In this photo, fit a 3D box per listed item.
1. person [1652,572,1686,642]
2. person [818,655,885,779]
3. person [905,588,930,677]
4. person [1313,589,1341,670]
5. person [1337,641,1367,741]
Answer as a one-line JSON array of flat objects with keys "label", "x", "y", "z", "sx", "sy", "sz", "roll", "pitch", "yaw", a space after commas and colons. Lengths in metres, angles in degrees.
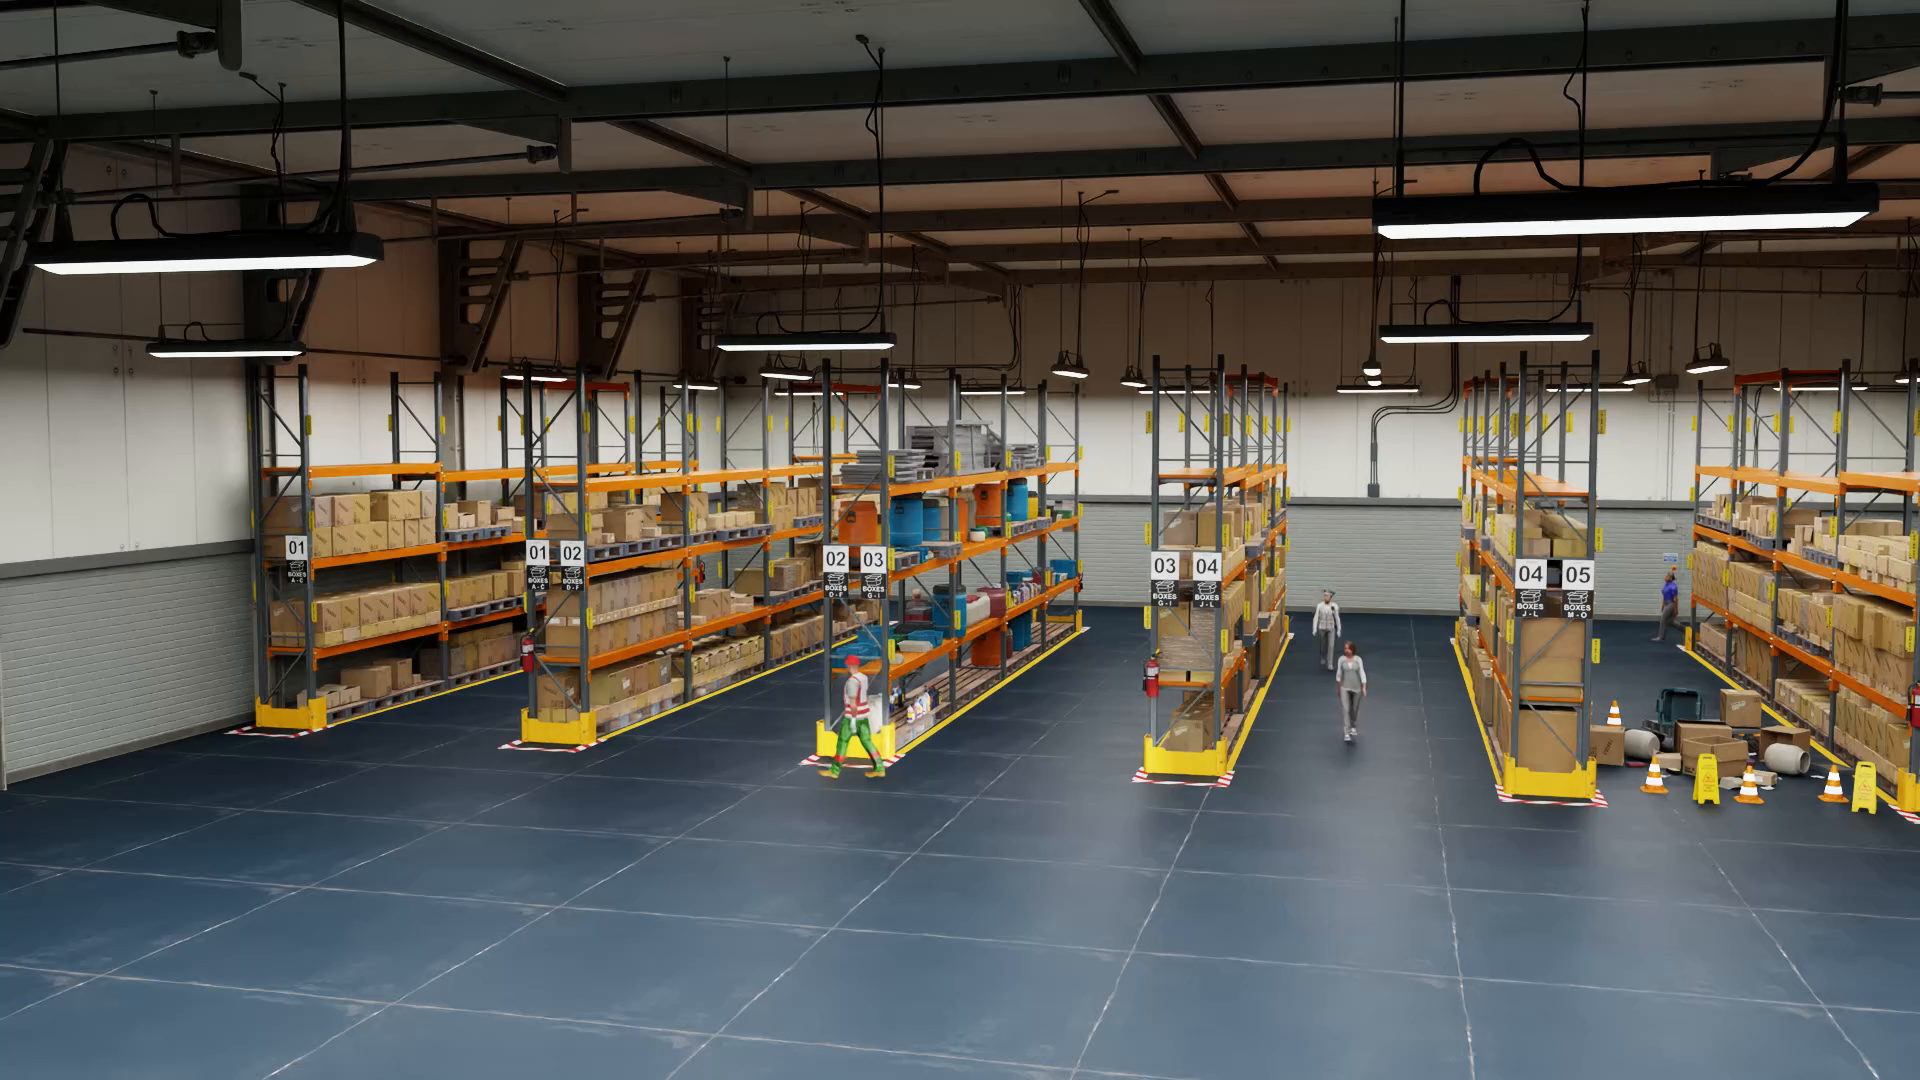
[{"label": "person", "x": 16.431, "y": 1.545, "z": 38.349, "sx": 0.923, "sy": 1.600, "sz": 0.446, "roll": 1, "pitch": 4, "yaw": 9}, {"label": "person", "x": -1.516, "y": 2.504, "z": 23.575, "sx": 0.911, "sy": 1.753, "sz": 0.565, "roll": 2, "pitch": 4, "yaw": 25}, {"label": "person", "x": -0.824, "y": 1.822, "z": 31.498, "sx": 0.615, "sy": 1.613, "sz": 0.646, "roll": -1, "pitch": 4, "yaw": -17}, {"label": "person", "x": 7.537, "y": 1.818, "z": 34.155, "sx": 0.570, "sy": 1.626, "sz": 1.043, "roll": 1, "pitch": 4, "yaw": 11}, {"label": "person", "x": 6.216, "y": 2.391, "z": 26.412, "sx": 0.448, "sy": 1.534, "sz": 0.893, "roll": 1, "pitch": 4, "yaw": 9}]
